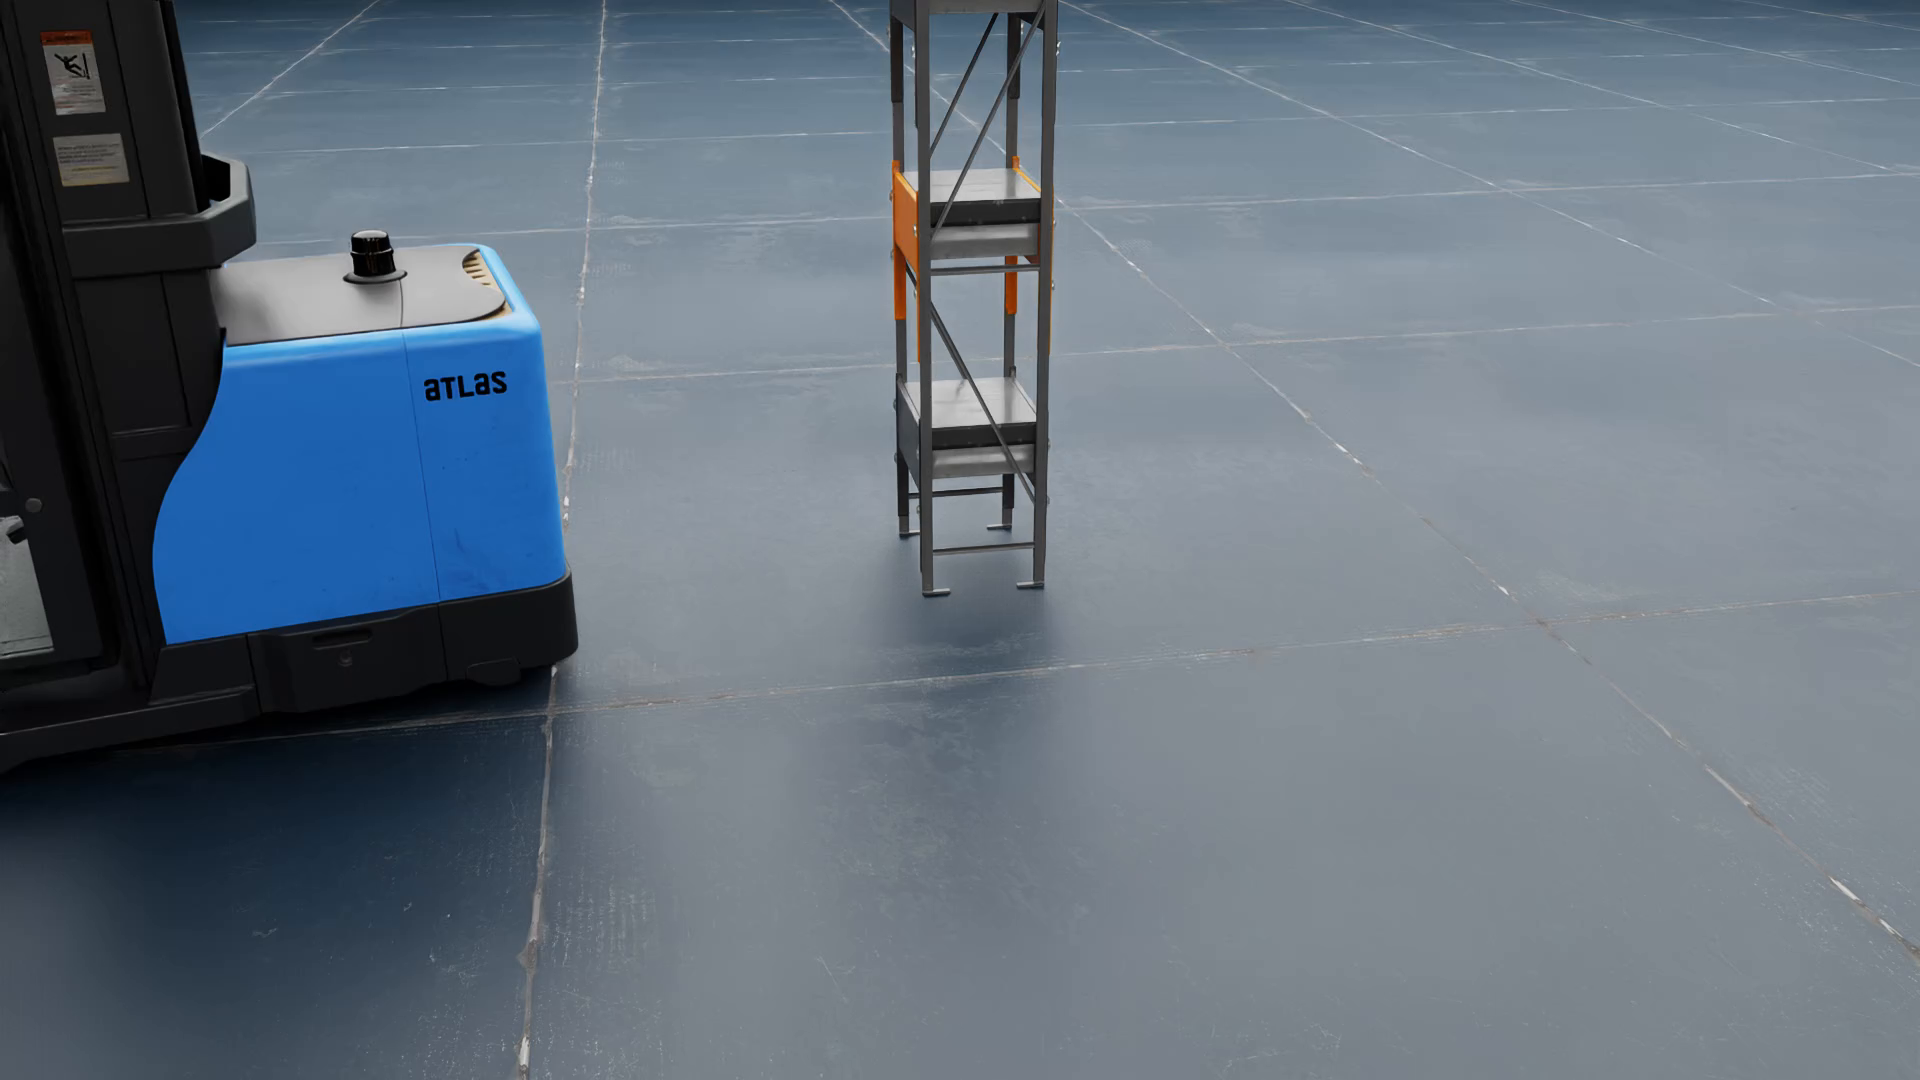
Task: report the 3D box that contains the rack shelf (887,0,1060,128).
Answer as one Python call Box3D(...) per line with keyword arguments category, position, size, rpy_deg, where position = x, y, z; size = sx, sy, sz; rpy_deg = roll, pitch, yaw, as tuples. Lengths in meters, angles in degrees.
Box3D(category="rack shelf", position=(0.031, -1.526, 4.906), size=(0.431, 0.518, 0.480), rpy_deg=(-4, 24, -10))

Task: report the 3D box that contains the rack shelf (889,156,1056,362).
Box3D(category="rack shelf", position=(0.031, -0.885, 5.186), size=(0.431, 0.518, 0.480), rpy_deg=(-4, 24, -10))

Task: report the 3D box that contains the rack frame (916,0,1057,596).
Box3D(category="rack frame", position=(0.076, -0.801, 4.961), size=(0.400, 2.100, 0.015), rpy_deg=(-4, 24, -10))

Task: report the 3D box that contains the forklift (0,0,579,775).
Box3D(category="forklift", position=(-2.683, -0.906, 4.161), size=(3.031, 2.935, 1.130), rpy_deg=(-9, 25, -20))

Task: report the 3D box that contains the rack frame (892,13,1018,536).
Box3D(category="rack frame", position=(-0.015, -0.993, 5.400), size=(0.400, 2.100, 0.015), rpy_deg=(-4, 24, -10))

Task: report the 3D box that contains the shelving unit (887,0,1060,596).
Box3D(category="shelving unit", position=(0.031, -0.897, 5.181), size=(0.431, 2.100, 0.503), rpy_deg=(-4, 24, -10))

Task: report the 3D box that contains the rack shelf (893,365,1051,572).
Box3D(category="rack shelf", position=(0.031, -0.243, 5.466), size=(0.431, 0.518, 0.480), rpy_deg=(-4, 24, -10))
